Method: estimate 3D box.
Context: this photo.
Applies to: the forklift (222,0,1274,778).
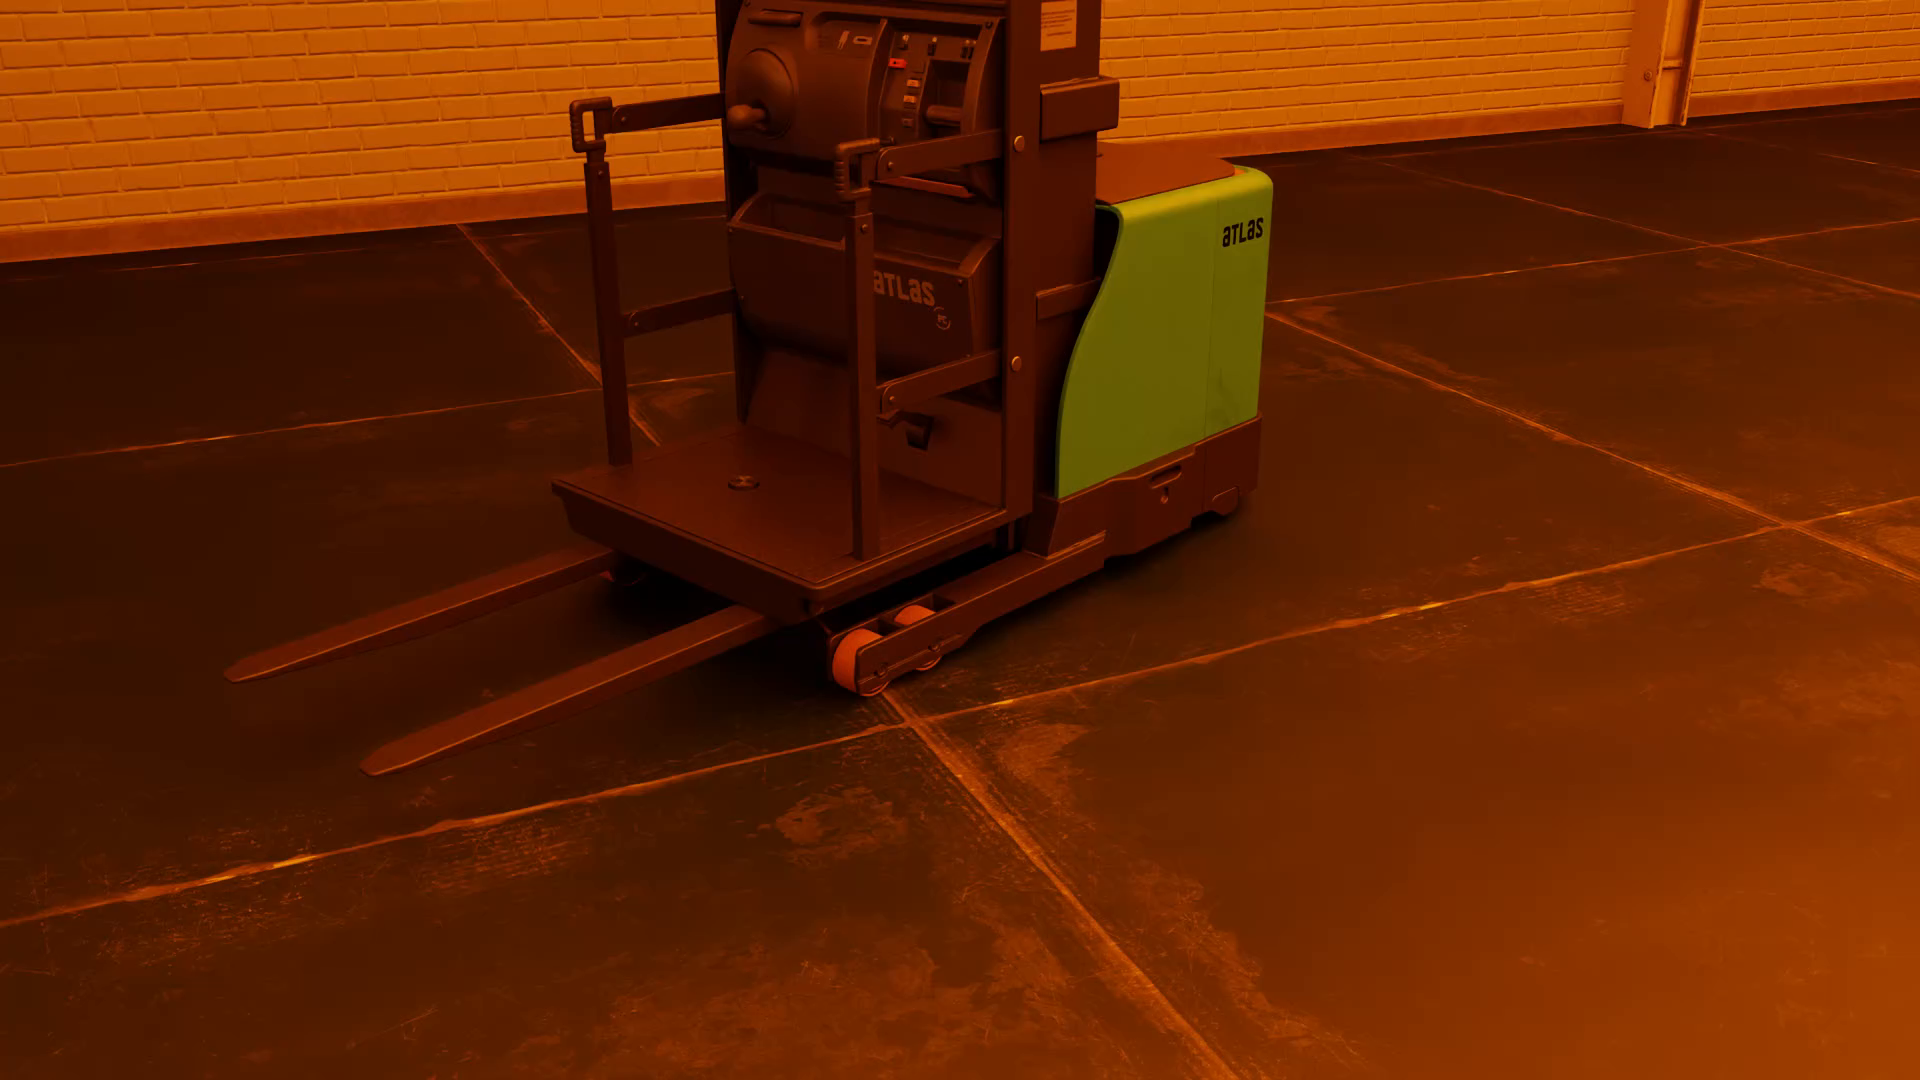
[{"bbox_3d":[-0.413,-1.182,4.131,1.130,2.935,3.031,19,29,39],"label":"forklift"}]
